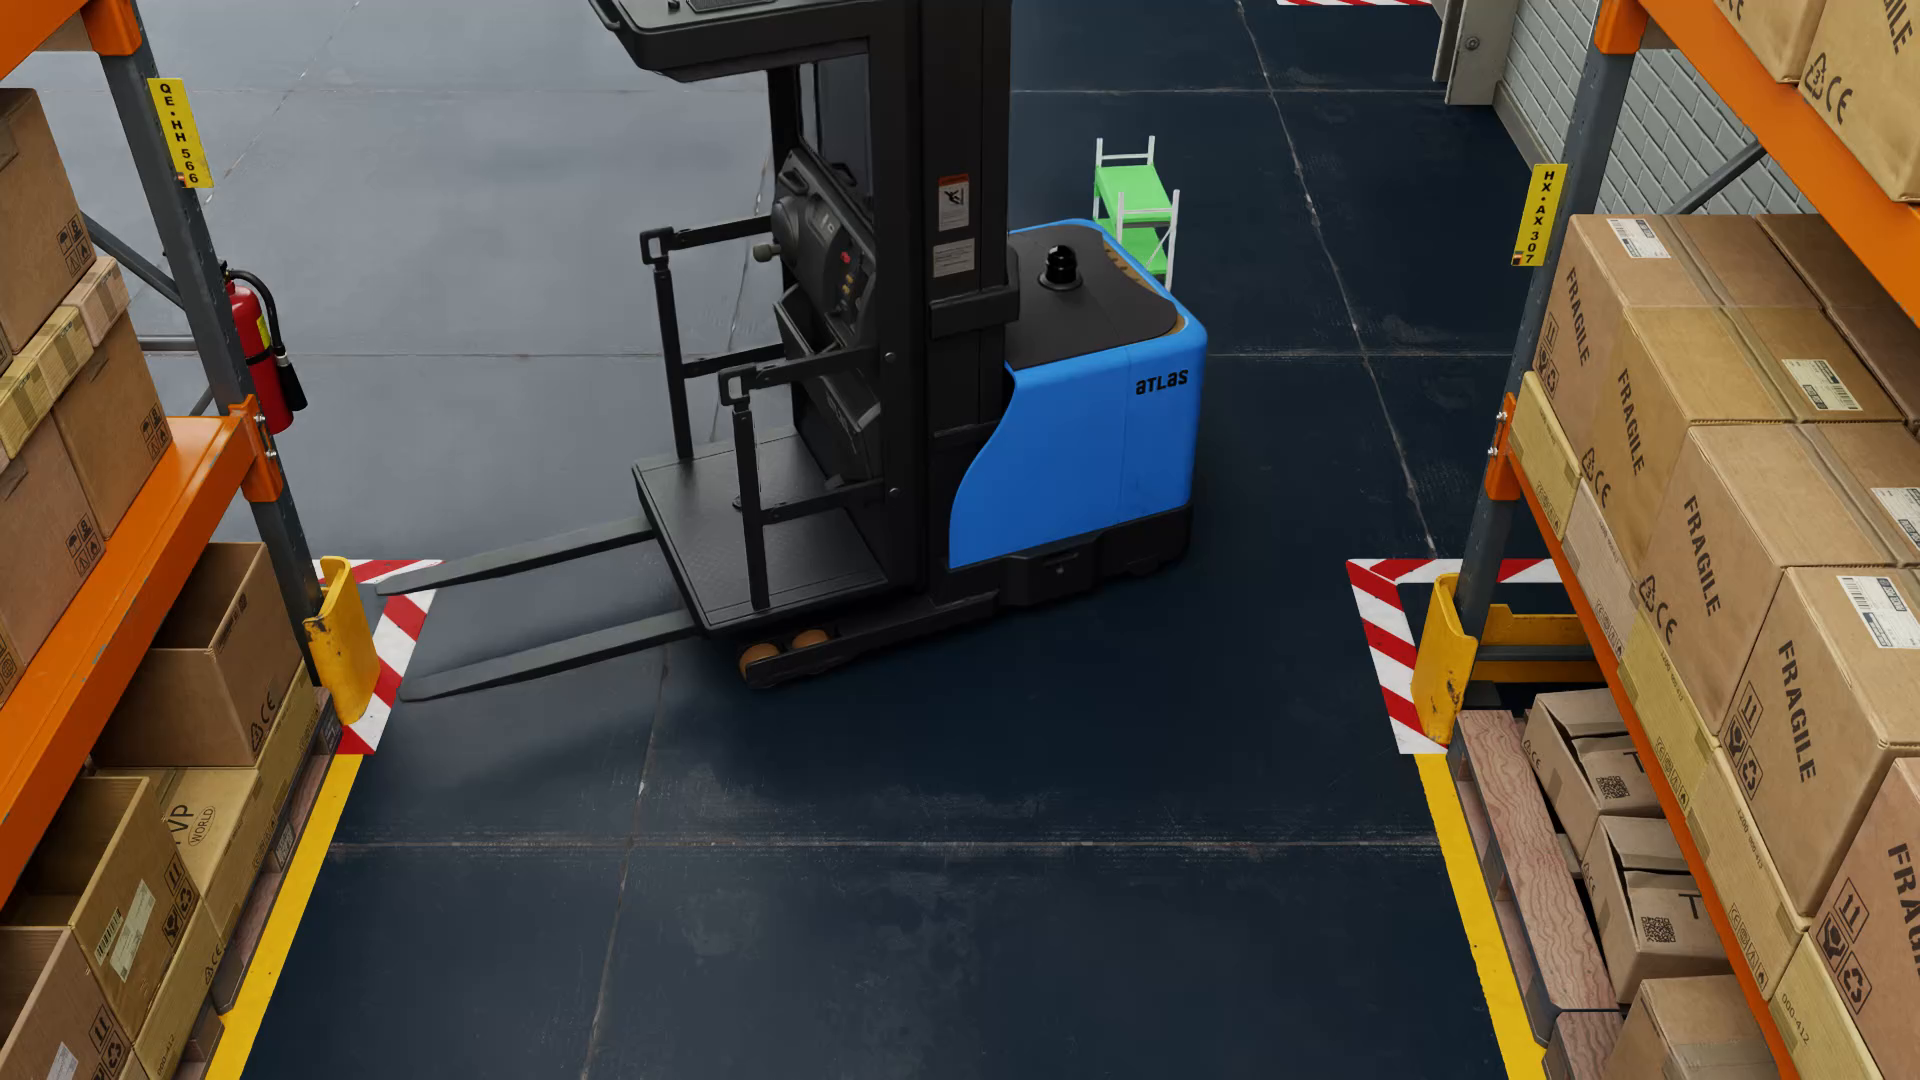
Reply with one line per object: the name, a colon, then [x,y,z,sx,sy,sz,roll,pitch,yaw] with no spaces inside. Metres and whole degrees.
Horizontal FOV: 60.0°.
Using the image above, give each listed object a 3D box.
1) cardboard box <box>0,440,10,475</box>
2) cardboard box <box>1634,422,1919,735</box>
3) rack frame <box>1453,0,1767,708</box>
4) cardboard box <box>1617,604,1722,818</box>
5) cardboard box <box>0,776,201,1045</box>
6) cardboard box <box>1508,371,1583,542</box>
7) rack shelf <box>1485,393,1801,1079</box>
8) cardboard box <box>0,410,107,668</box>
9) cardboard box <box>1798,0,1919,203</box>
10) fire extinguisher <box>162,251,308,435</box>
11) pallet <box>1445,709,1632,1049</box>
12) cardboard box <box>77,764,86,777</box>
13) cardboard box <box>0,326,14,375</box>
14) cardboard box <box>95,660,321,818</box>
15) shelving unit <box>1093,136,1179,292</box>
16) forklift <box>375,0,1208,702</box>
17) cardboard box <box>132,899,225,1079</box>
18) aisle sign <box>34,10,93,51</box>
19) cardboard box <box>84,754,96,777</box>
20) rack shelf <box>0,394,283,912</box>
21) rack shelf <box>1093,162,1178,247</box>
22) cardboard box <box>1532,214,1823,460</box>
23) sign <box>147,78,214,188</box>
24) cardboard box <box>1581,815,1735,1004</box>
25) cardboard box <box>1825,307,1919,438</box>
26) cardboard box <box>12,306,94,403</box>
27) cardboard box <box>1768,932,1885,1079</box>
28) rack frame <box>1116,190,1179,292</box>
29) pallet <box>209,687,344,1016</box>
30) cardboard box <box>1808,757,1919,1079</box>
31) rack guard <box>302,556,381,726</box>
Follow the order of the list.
cardboard box: [-2.533,-0.172,3.967,0.380,0.149,0.250,0,39,1]
cardboard box: [1.914,0.084,3.751,0.500,0.500,0.500,-1,39,-2]
rack frame: [2.229,-0.605,5.107,1.000,3.000,0.127,0,39,0]
cardboard box: [1.922,0.394,3.964,0.500,0.250,0.500,-1,39,-1]
cardboard box: [-2.410,0.977,4.395,0.500,0.500,0.500,0,39,0]
cardboard box: [1.912,-0.249,4.766,0.500,0.250,0.500,-1,39,-1]
rack shelf: [2.232,0.926,3.771,1.077,0.370,4.000,0,39,0]
cardboard box: [-2.731,-0.018,4.294,0.700,0.500,0.500,1,39,1]
cardboard box: [1.949,-0.953,3.046,0.500,0.500,0.500,2,39,2]
fire extinguisher: [-2.260,-0.644,5.216,0.296,0.674,0.183,0,39,0]
pallet: [2.195,1.038,5.285,1.003,0.211,1.213,0,39,0]
cardboard box: [-2.944,0.665,4.785,0.500,0.500,0.500,0,39,0]
cardboard box: [-2.731,-0.491,3.846,0.700,0.500,0.500,-1,39,-1]
cardboard box: [-2.428,0.645,5.410,0.500,0.250,0.500,0,39,0]
shelving unit: [0.717,-1.053,7.104,0.258,1.200,0.503,-4,39,-5]
forklift: [-0.653,-0.977,5.625,3.031,2.935,1.130,-15,41,-18]
cardboard box: [-2.413,1.270,4.629,0.500,0.250,0.500,0,39,0]
aisle sign: [-2.431,-1.655,4.338,0.394,0.787,0.004,0,39,0]
cardboard box: [-2.946,0.645,5.409,0.500,0.250,0.500,0,39,0]
rack shelf: [-2.722,0.932,3.764,1.077,0.370,4.000,0,39,0]
rack shelf: [0.717,-1.377,6.844,0.258,0.148,0.480,-4,39,-5]
cardboard box: [1.929,-0.549,4.540,0.500,0.500,0.500,0,39,0]
sign: [-2.182,-1.135,4.653,0.100,0.325,0.005,0,39,0]
cardboard box: [2.141,1.061,4.825,0.500,0.311,0.500,3,39,4]
cardboard box: [2.433,-0.238,4.152,0.500,0.500,0.500,0,39,1]
cardboard box: [-2.532,-0.489,4.363,0.380,0.149,0.250,1,39,1]
cardboard box: [1.922,1.025,3.177,0.500,0.250,0.500,0,39,0]
rack frame: [0.744,-0.901,6.915,0.240,1.200,0.015,-4,39,-5]
pallet: [-2.682,0.967,5.375,1.003,0.211,1.213,0,39,0]
cardboard box: [1.928,0.732,2.943,0.500,0.500,0.500,-1,39,-1]
rack guard: [-2.724,0.361,5.900,1.175,0.500,0.348,0,39,0]
